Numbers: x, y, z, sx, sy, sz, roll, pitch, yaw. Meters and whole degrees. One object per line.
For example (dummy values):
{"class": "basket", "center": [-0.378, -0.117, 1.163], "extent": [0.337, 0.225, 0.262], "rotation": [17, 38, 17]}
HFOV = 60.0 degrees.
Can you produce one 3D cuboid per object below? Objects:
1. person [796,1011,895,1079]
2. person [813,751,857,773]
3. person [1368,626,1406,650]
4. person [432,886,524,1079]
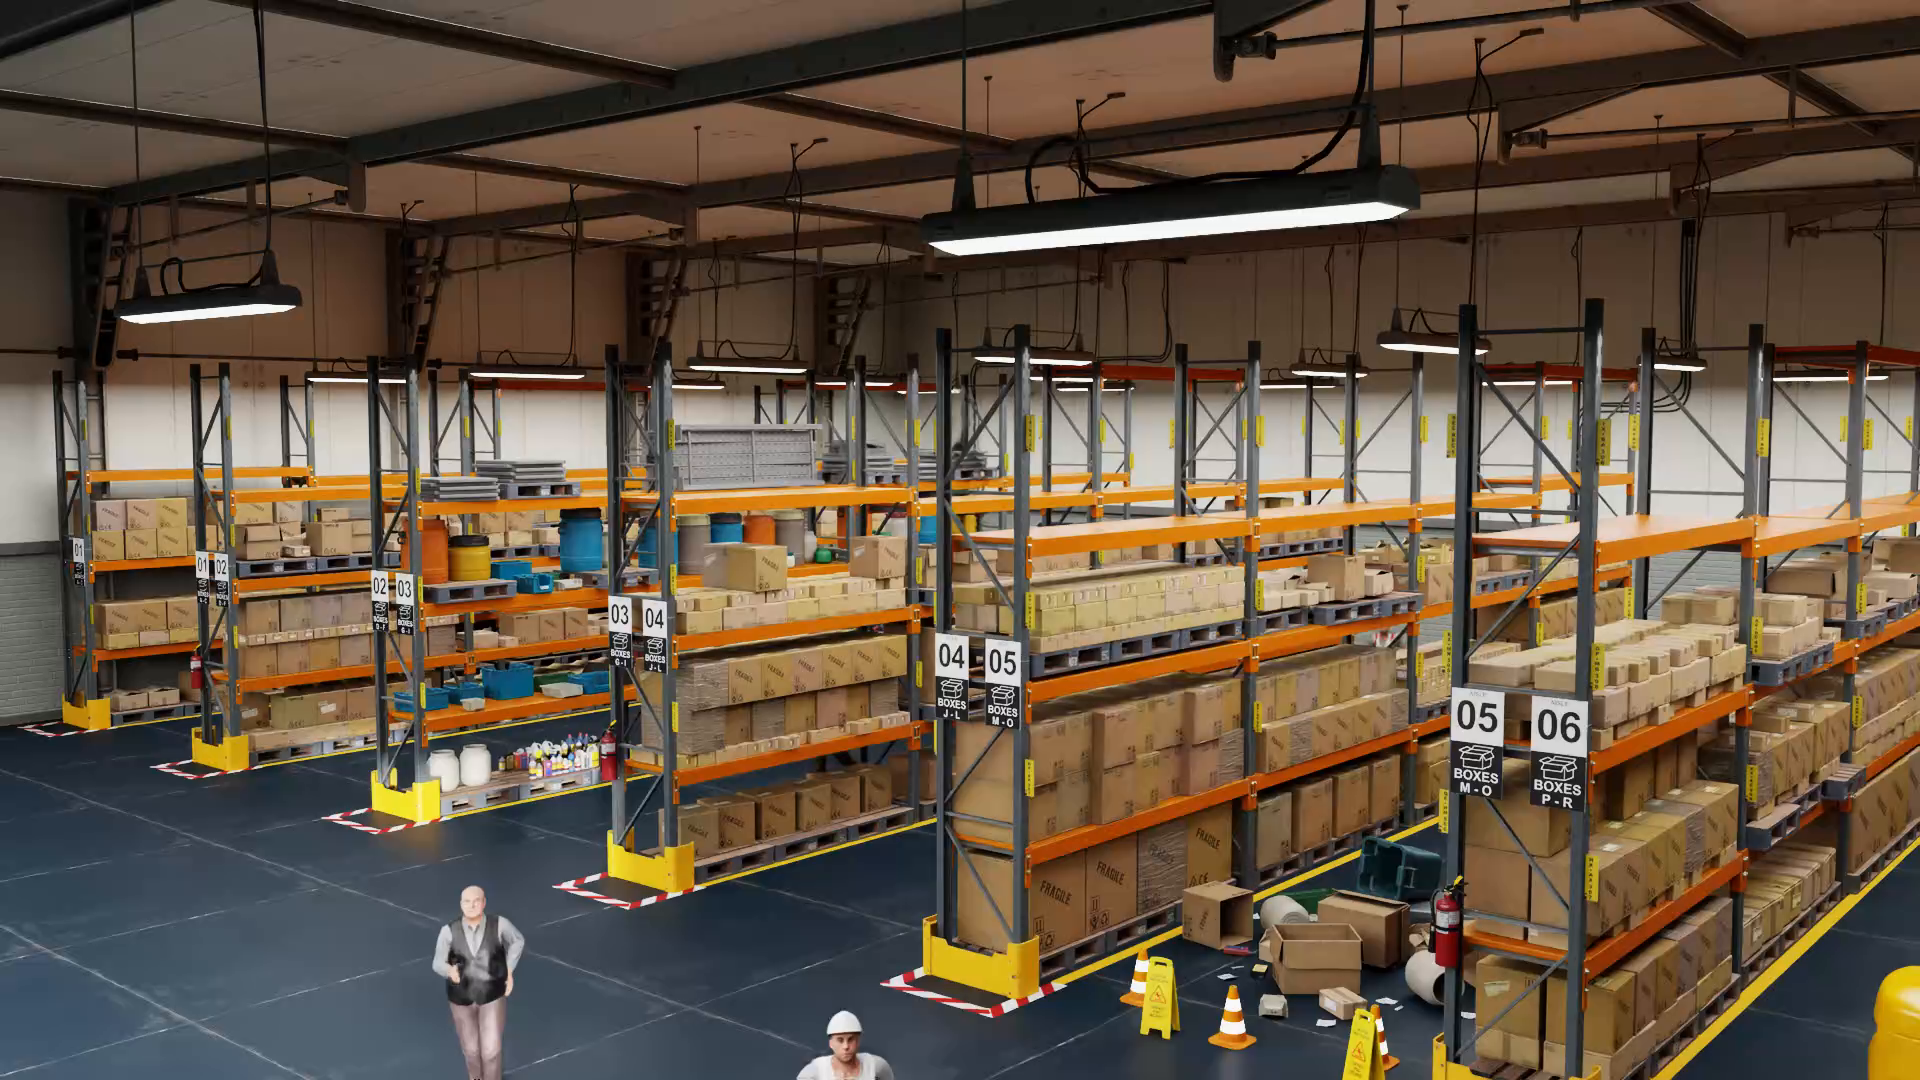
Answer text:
{"class": "person", "center": [-0.670, 3.583, 9.598], "extent": [0.653, 1.774, 0.959], "rotation": [-1, 4, -9]}
{"class": "person", "center": [-1.749, 2.604, 23.133], "extent": [0.686, 1.804, 0.988], "rotation": [4, 6, 44]}
{"class": "person", "center": [7.282, 2.220, 28.532], "extent": [0.629, 1.772, 0.955], "rotation": [2, 5, 30]}
{"class": "person", "center": [-3.562, 3.433, 12.282], "extent": [0.635, 1.767, 0.753], "rotation": [-1, 4, -8]}
